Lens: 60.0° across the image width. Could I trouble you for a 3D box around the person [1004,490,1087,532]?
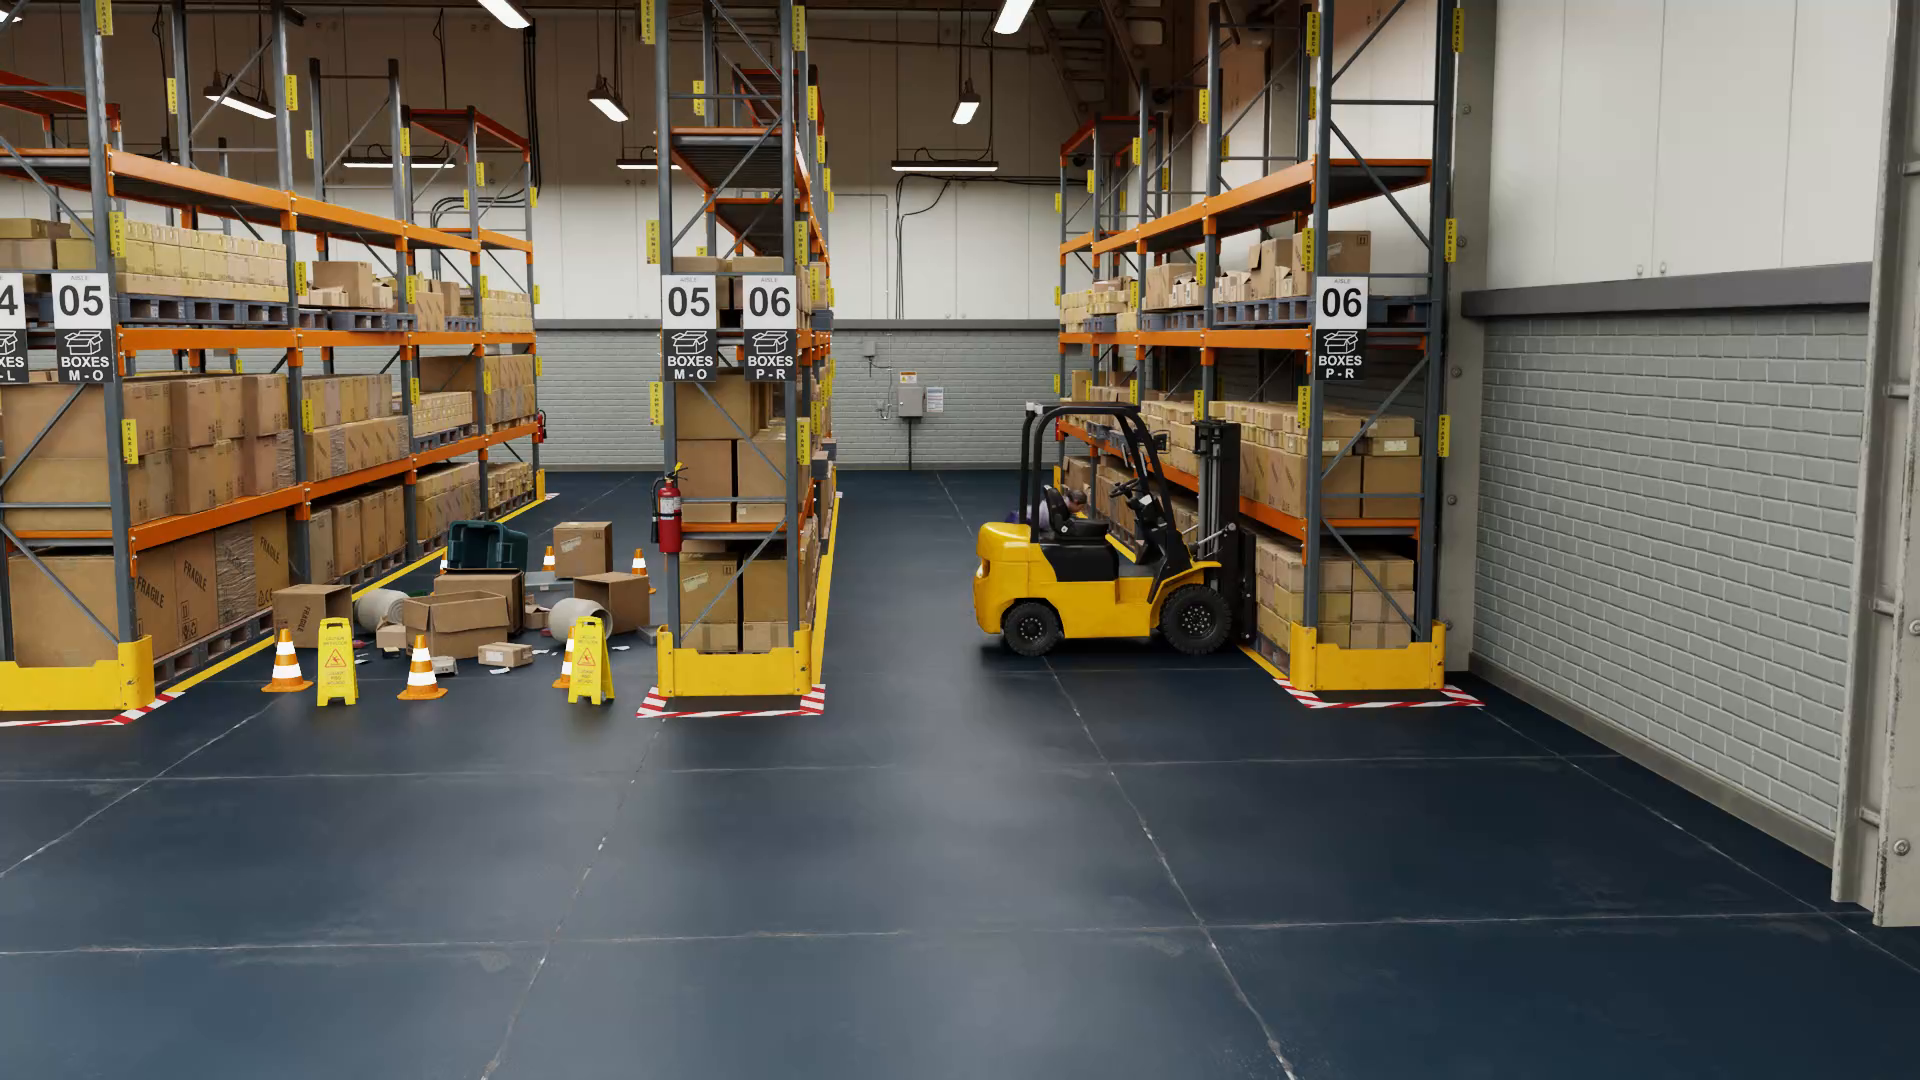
[{"bbox_3d":[0.884,0.071,17.213,0.865,1.172,0.469,-1,7,-6],"label":"person"}]
